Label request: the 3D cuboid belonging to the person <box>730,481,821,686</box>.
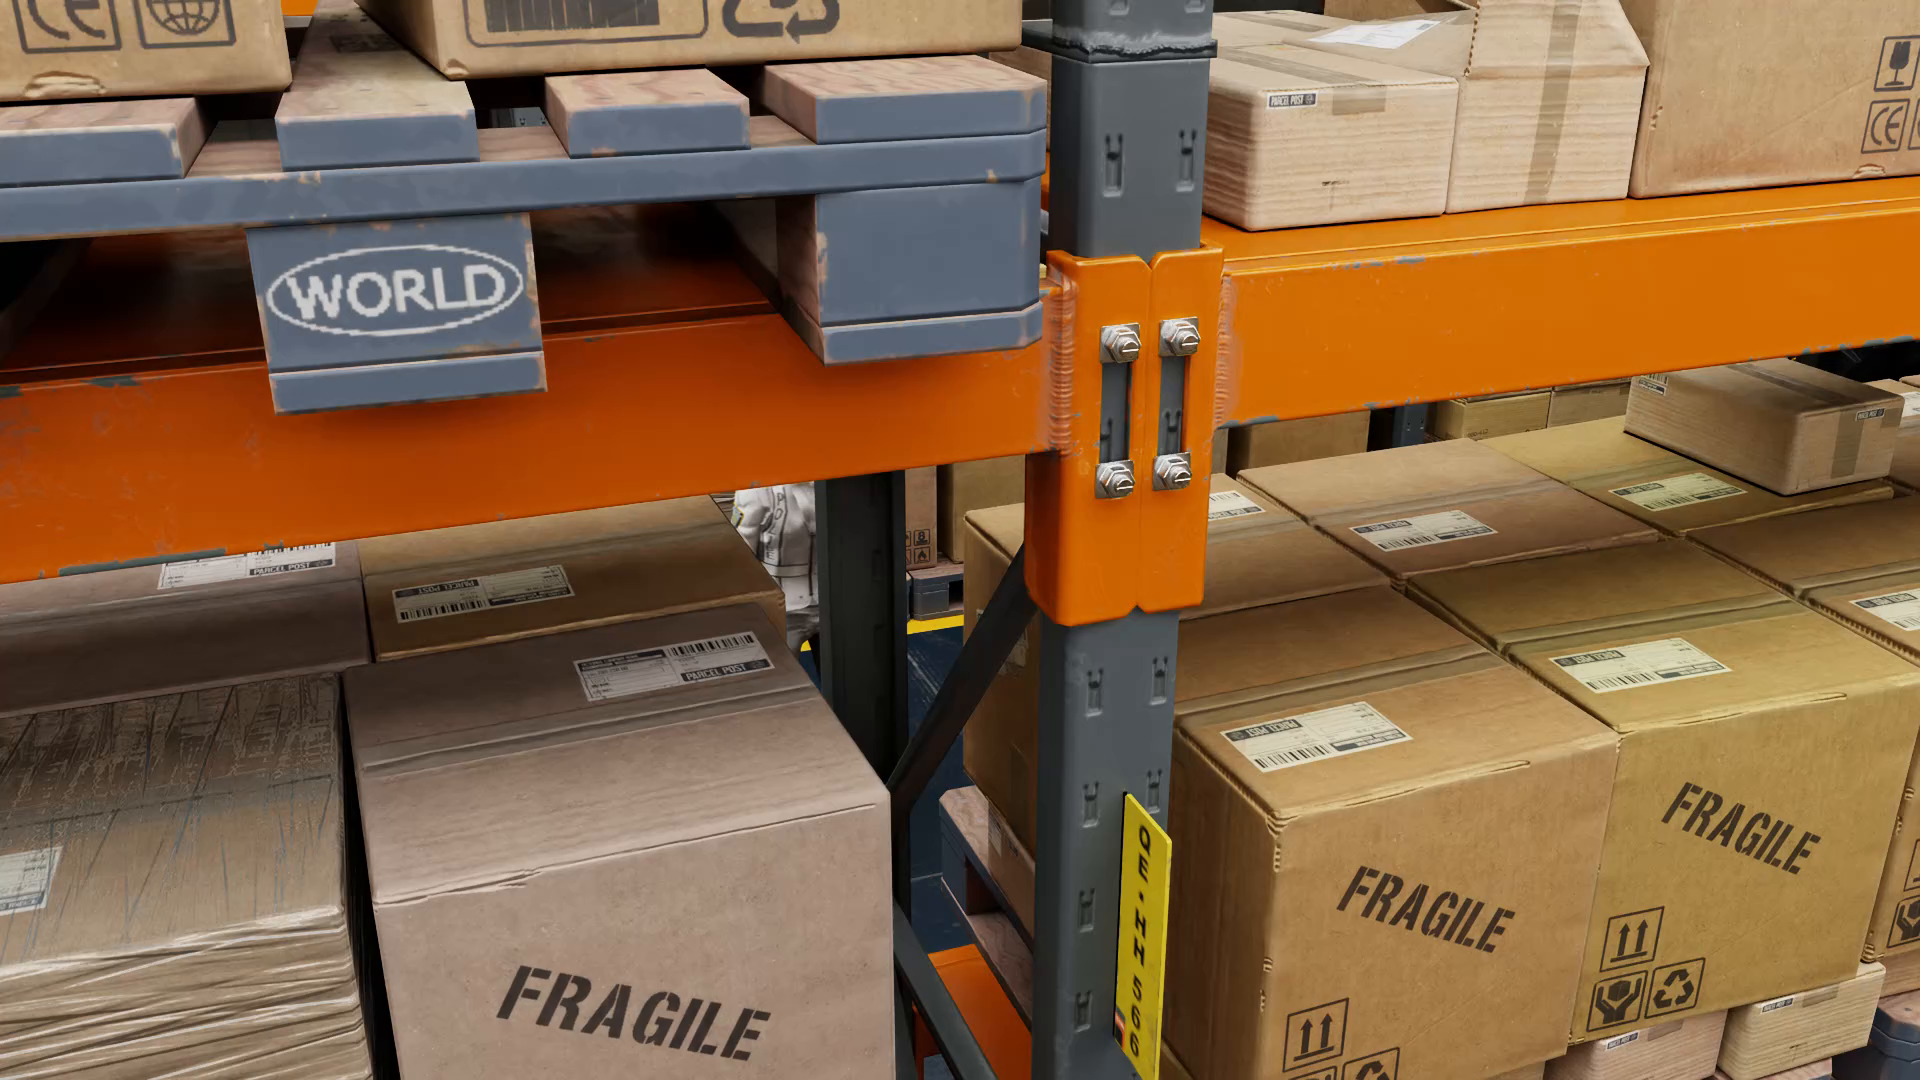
[{"bbox_3d":[-0.502,0.259,5.470,0.529,1.663,0.371,-8,24,-19],"label":"person"}]
